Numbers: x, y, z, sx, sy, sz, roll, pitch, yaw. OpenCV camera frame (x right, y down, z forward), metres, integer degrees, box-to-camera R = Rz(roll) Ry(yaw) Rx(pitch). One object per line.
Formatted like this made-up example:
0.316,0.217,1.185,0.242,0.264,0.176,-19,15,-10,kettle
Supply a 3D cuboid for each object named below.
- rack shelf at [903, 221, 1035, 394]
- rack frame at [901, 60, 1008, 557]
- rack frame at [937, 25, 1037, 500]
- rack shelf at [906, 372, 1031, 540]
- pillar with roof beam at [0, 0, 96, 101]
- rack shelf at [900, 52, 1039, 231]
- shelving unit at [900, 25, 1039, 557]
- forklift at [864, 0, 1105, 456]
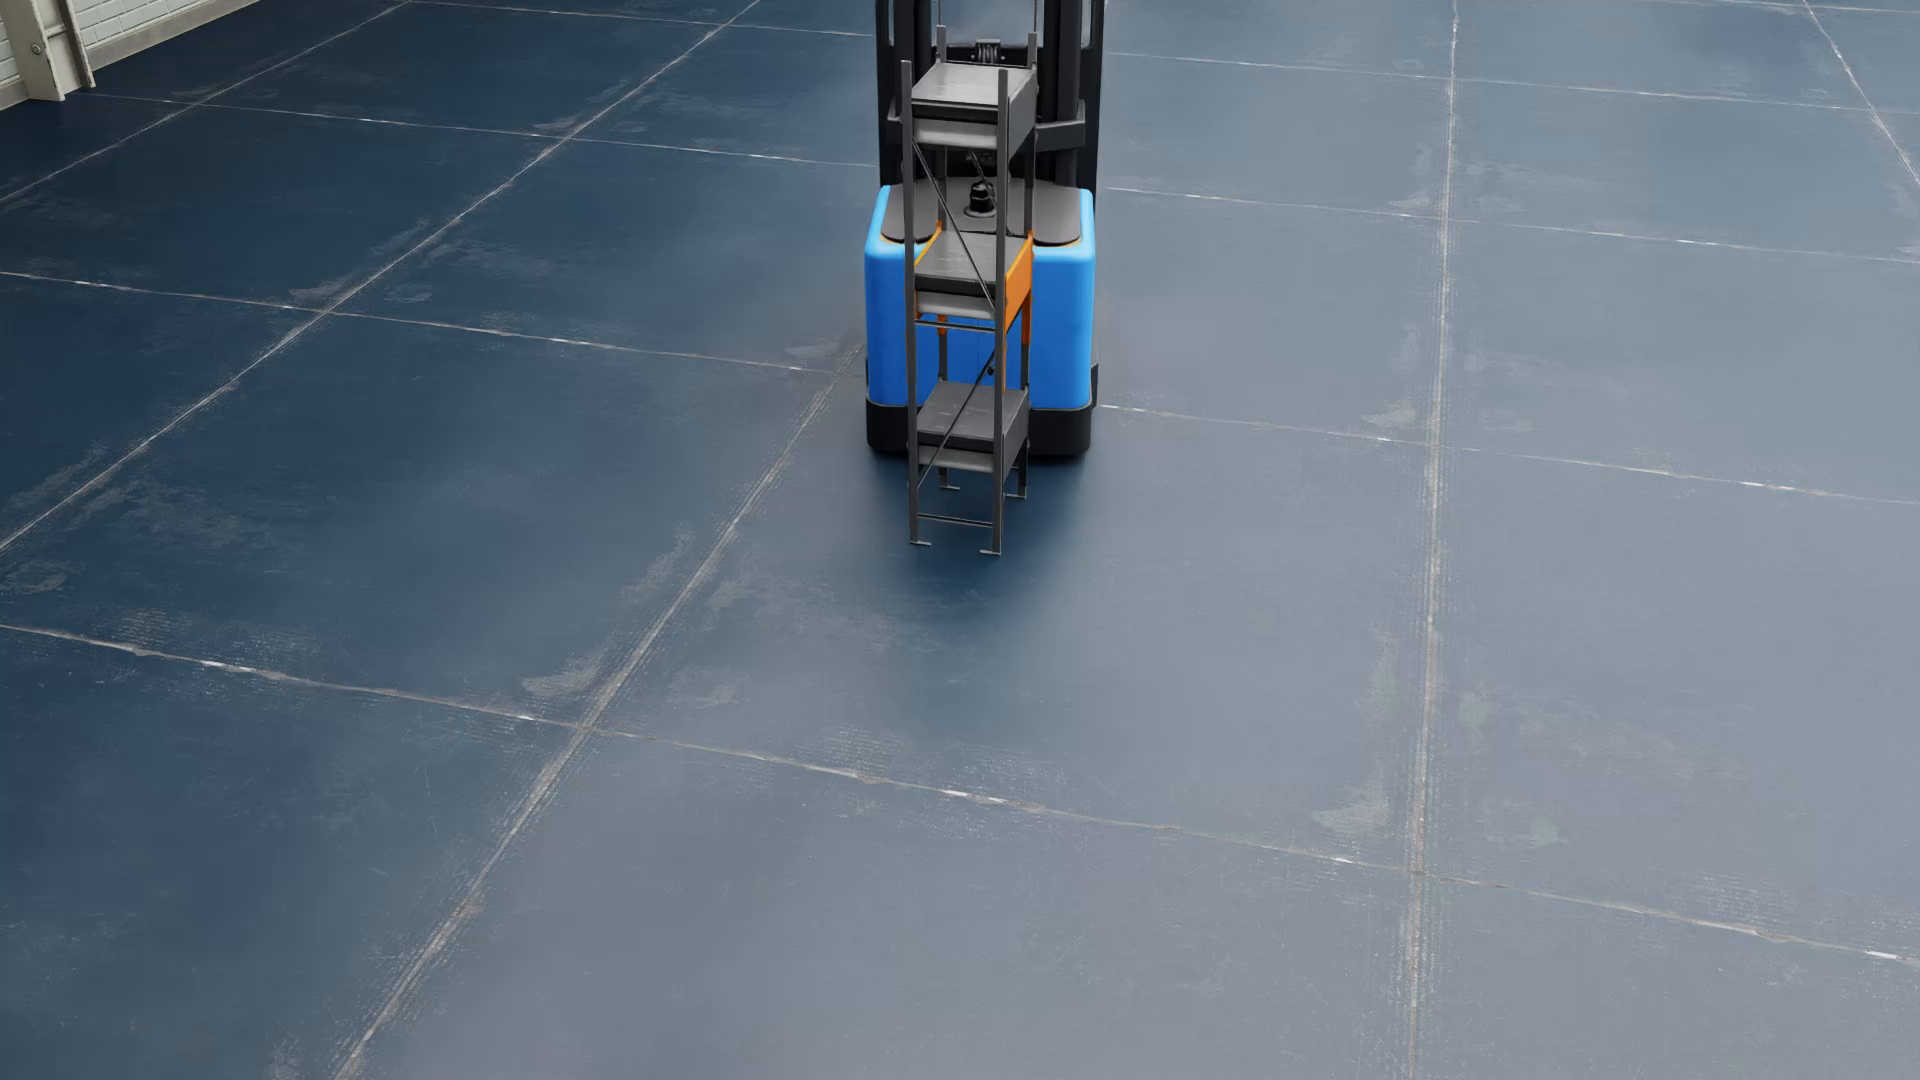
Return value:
0.042,-0.960,6.829,0.431,0.518,0.480,8,33,12,rack shelf
-0.020,-0.845,6.623,0.400,2.100,0.015,8,33,12,rack frame
0.104,-1.099,7.021,0.400,2.100,0.015,8,33,12,rack frame
0.042,-0.370,7.205,0.431,0.518,0.480,8,33,12,rack shelf
-2.640,-6.606,9.254,9.100,9.000,0.400,8,33,12,pillar with roof beam
0.042,-1.551,6.454,0.431,0.518,0.480,8,33,12,rack shelf
0.042,-0.972,6.822,0.431,2.100,0.503,8,33,12,shelving unit
0.154,-2.390,8.278,1.130,2.935,3.031,1,32,2,forklift
